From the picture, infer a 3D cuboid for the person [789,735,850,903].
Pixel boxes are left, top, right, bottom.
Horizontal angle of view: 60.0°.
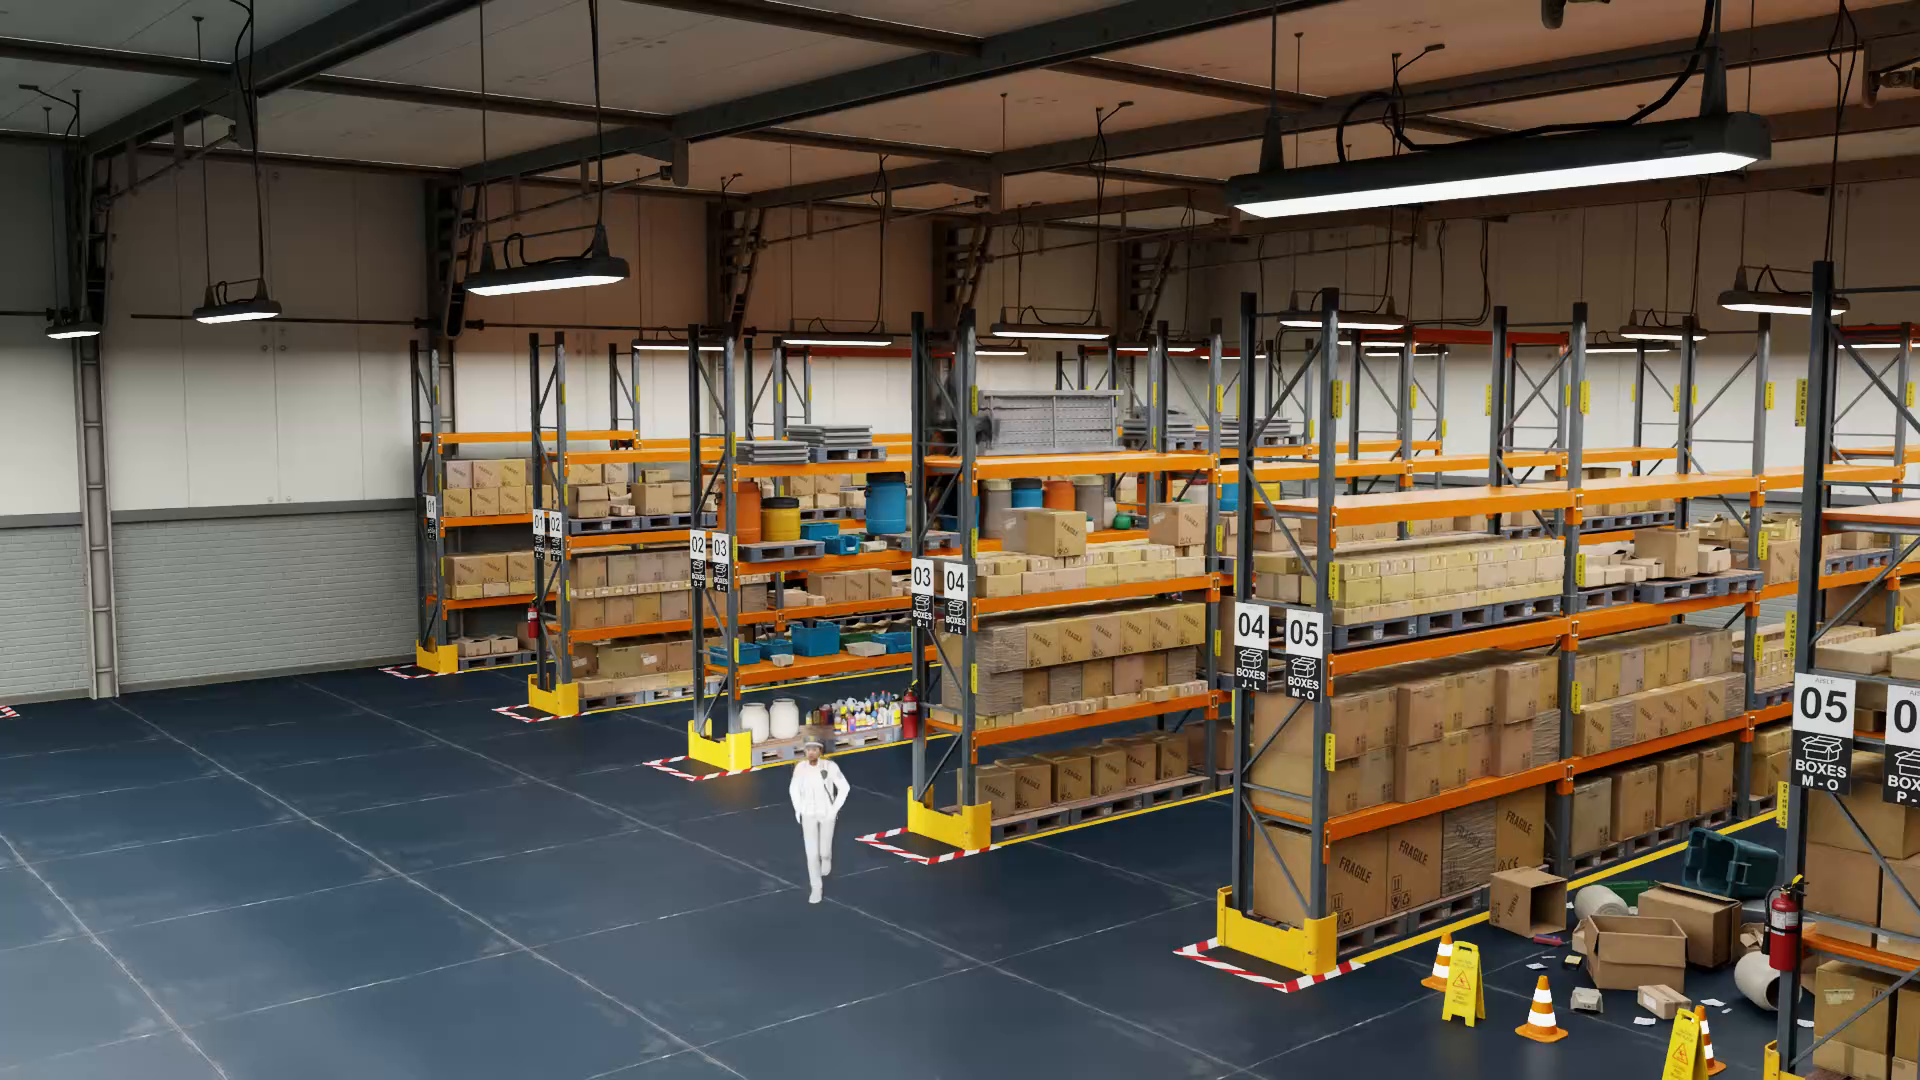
[{"bbox_3d":[-1.425,2.779,16.909,0.621,1.690,0.673,1,5,6],"label":"person"}]
